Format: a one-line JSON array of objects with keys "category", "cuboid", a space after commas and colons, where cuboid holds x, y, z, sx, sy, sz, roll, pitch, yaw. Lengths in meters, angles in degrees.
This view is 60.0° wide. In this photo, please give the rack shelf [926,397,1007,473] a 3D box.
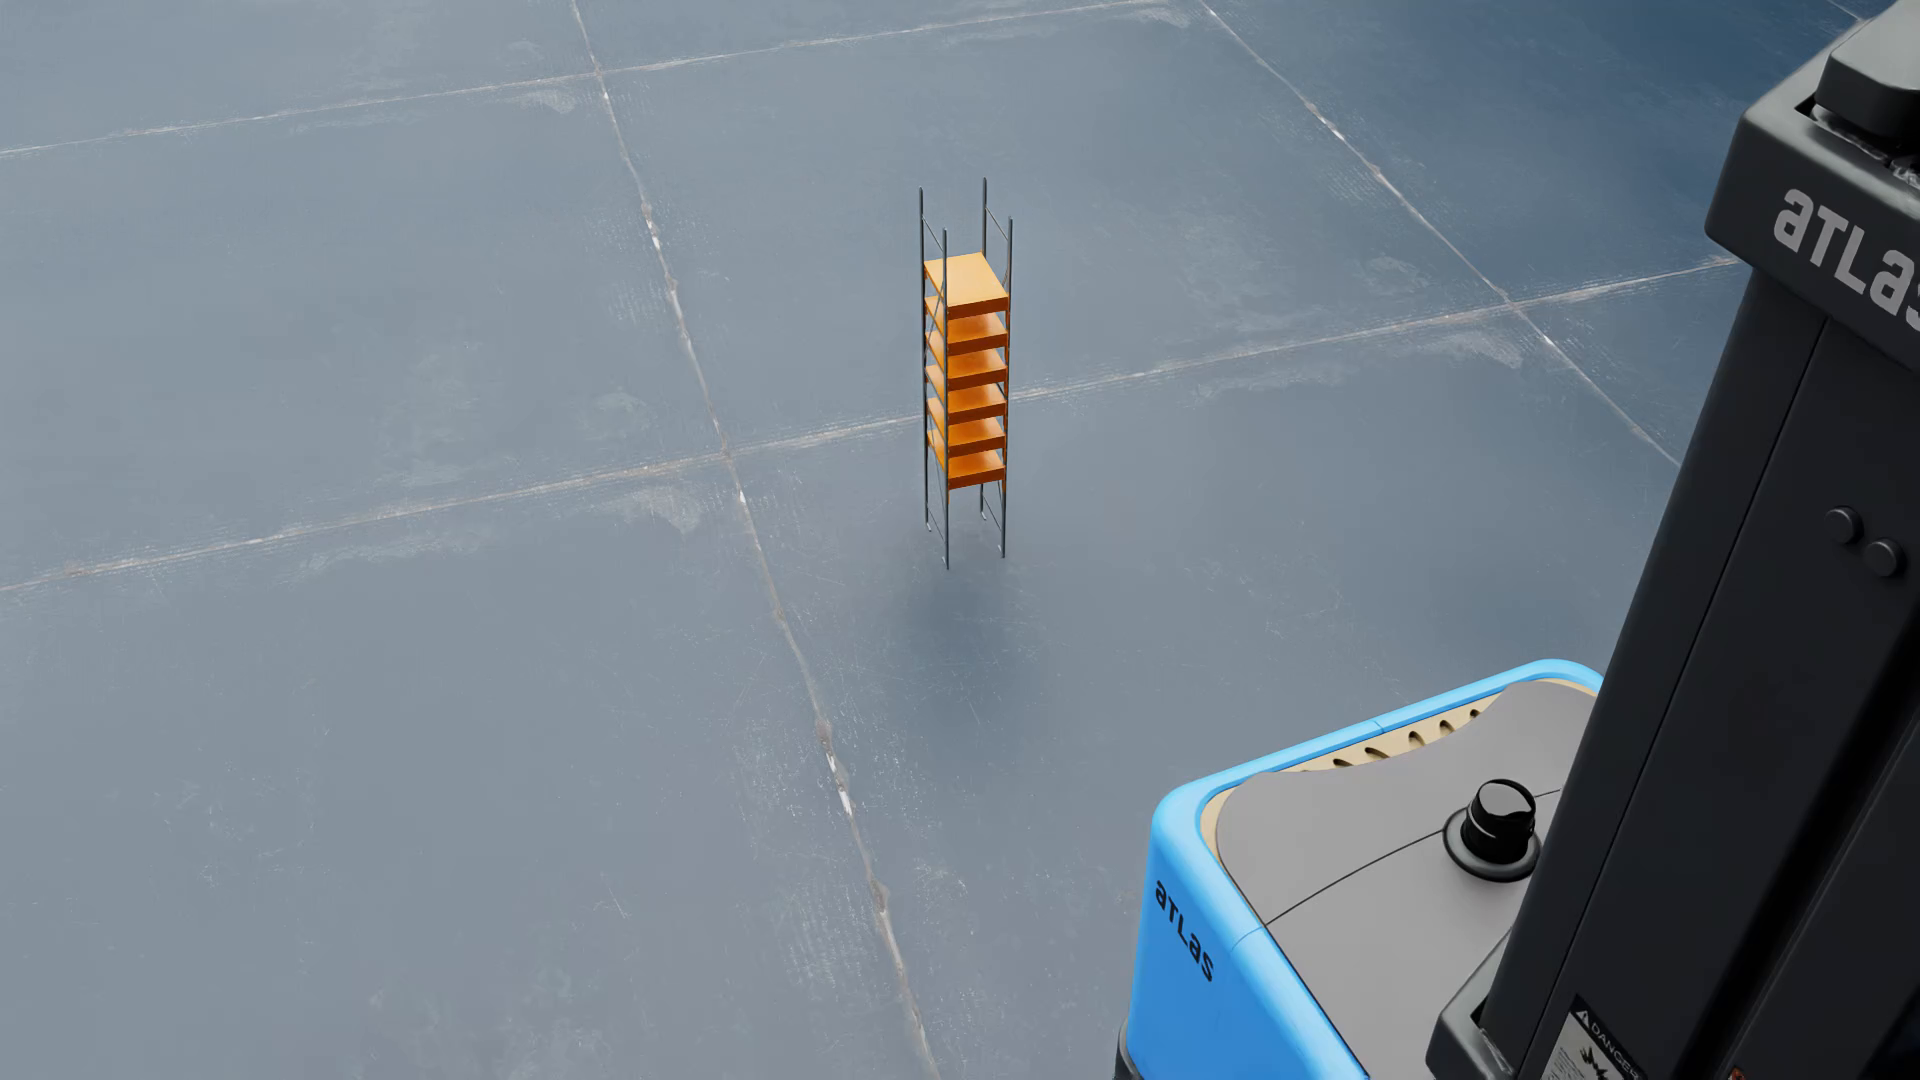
[{"category": "rack shelf", "cuboid": [0.014, -0.331, 4.967, 0.180, 0.103, 0.258, -12, 42, -13]}]

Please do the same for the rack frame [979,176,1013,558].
[{"category": "rack frame", "cuboid": [0.101, -0.473, 4.879, 0.006, 1.200, 0.240, -12, 42, -13]}]

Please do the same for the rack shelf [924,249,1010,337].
[{"category": "rack shelf", "cuboid": [0.014, -0.692, 4.651, 0.180, 0.103, 0.258, -12, 42, -13]}]

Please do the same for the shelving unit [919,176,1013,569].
[{"category": "shelving unit", "cuboid": [0.014, -0.455, 4.859, 0.189, 1.200, 0.258, -12, 42, -13]}]

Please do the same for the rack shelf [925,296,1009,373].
[{"category": "rack shelf", "cuboid": [0.014, -0.602, 4.730, 0.180, 0.103, 0.258, -12, 42, -13]}]

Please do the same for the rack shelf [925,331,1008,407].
[{"category": "rack shelf", "cuboid": [0.014, -0.512, 4.809, 0.180, 0.103, 0.258, -12, 42, -13]}]

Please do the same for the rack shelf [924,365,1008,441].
[{"category": "rack shelf", "cuboid": [0.014, -0.421, 4.888, 0.180, 0.103, 0.258, -12, 42, -13]}]

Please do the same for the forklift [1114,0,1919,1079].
[{"category": "forklift", "cuboid": [1.391, 0.941, 1.945, 1.130, 2.935, 3.031, -16, 44, -18]}]

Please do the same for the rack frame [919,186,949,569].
[{"category": "rack frame", "cuboid": [-0.073, -0.437, 4.838, 0.006, 1.200, 0.240, -12, 42, -13]}]

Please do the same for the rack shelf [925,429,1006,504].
[{"category": "rack shelf", "cuboid": [0.014, -0.241, 5.046, 0.180, 0.103, 0.258, -12, 42, -13]}]
